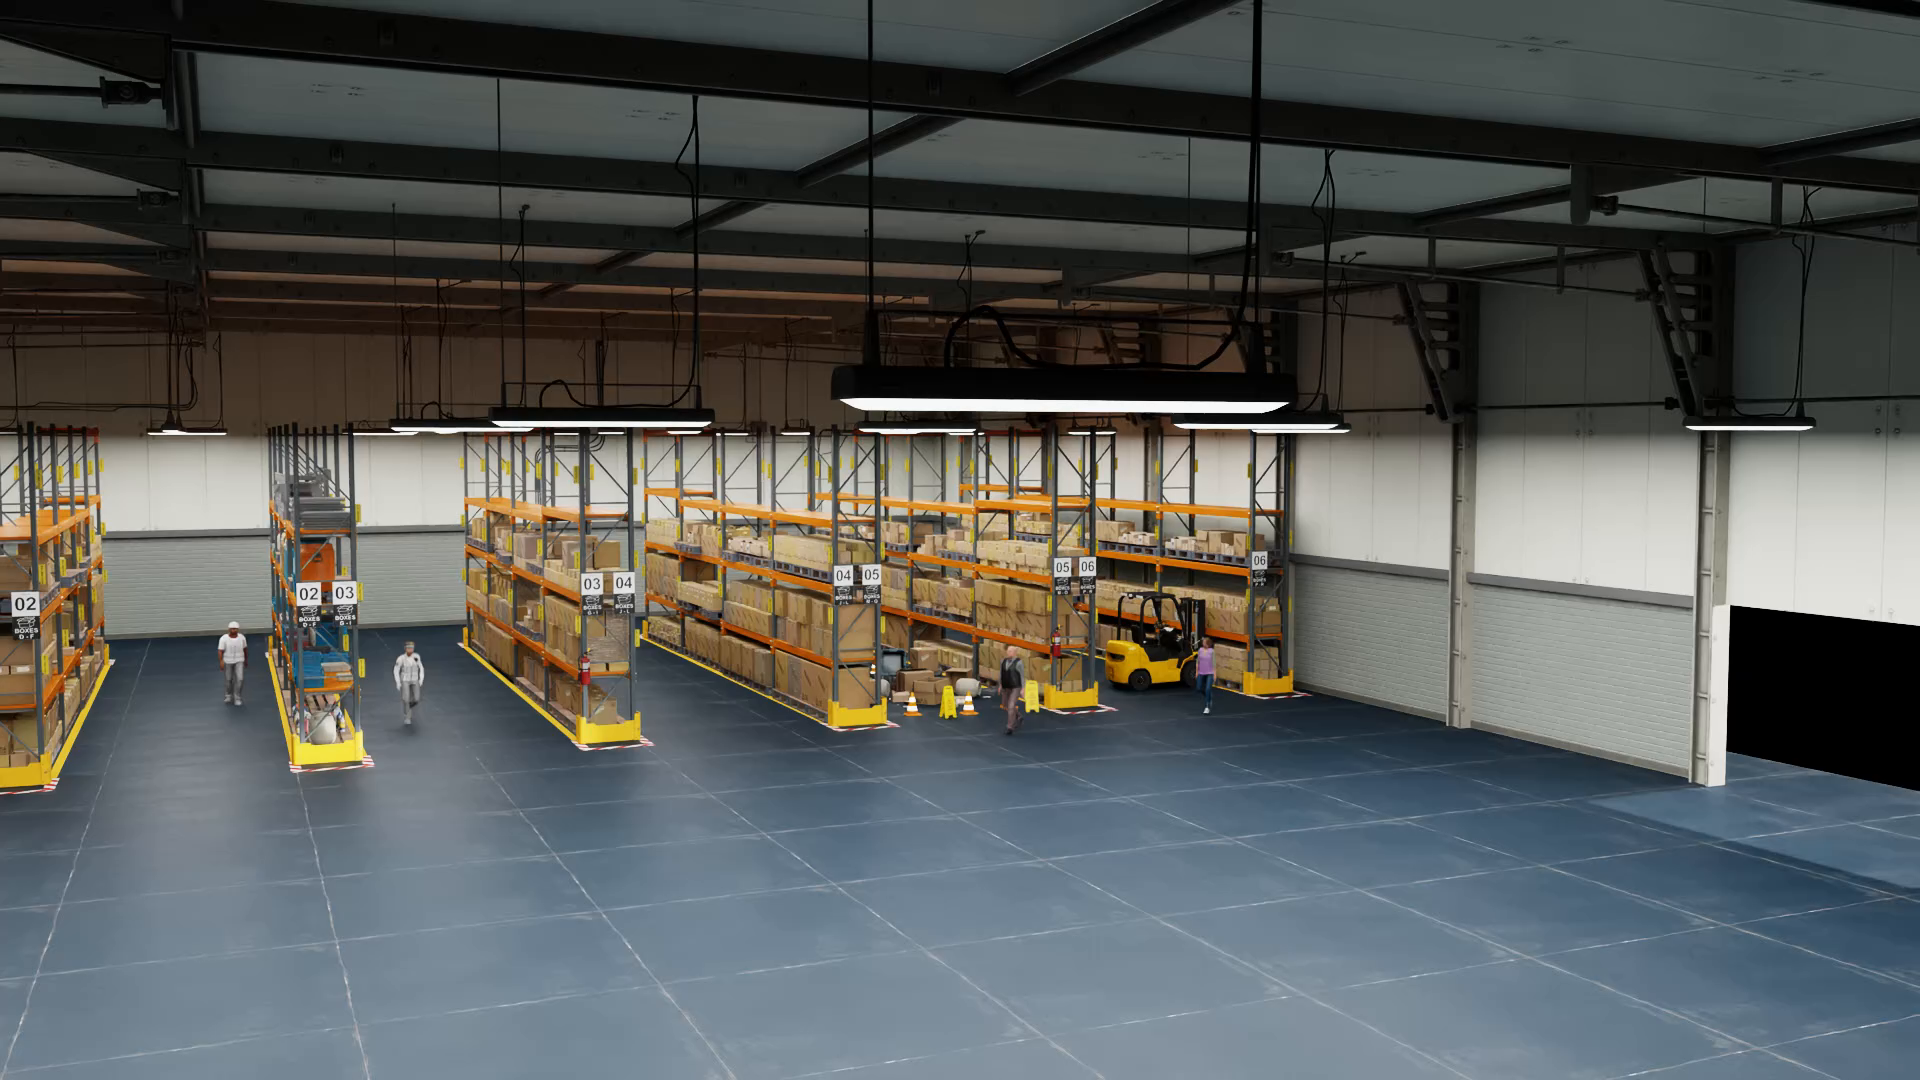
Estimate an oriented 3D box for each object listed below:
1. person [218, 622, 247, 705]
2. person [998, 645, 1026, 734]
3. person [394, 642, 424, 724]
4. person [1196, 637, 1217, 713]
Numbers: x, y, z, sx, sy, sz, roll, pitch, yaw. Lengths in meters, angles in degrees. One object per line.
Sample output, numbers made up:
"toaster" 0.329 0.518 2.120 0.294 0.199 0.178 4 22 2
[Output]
"person" -15.696 2.659 35.917 0.602 1.798 0.654 -2 4 -30
"person" 1.038 2.894 32.403 0.603 1.706 0.806 3 5 40
"person" -11.140 2.856 33.567 0.583 1.659 0.548 -2 4 -34
"person" 5.171 2.800 34.736 0.472 1.584 0.598 2 4 32
